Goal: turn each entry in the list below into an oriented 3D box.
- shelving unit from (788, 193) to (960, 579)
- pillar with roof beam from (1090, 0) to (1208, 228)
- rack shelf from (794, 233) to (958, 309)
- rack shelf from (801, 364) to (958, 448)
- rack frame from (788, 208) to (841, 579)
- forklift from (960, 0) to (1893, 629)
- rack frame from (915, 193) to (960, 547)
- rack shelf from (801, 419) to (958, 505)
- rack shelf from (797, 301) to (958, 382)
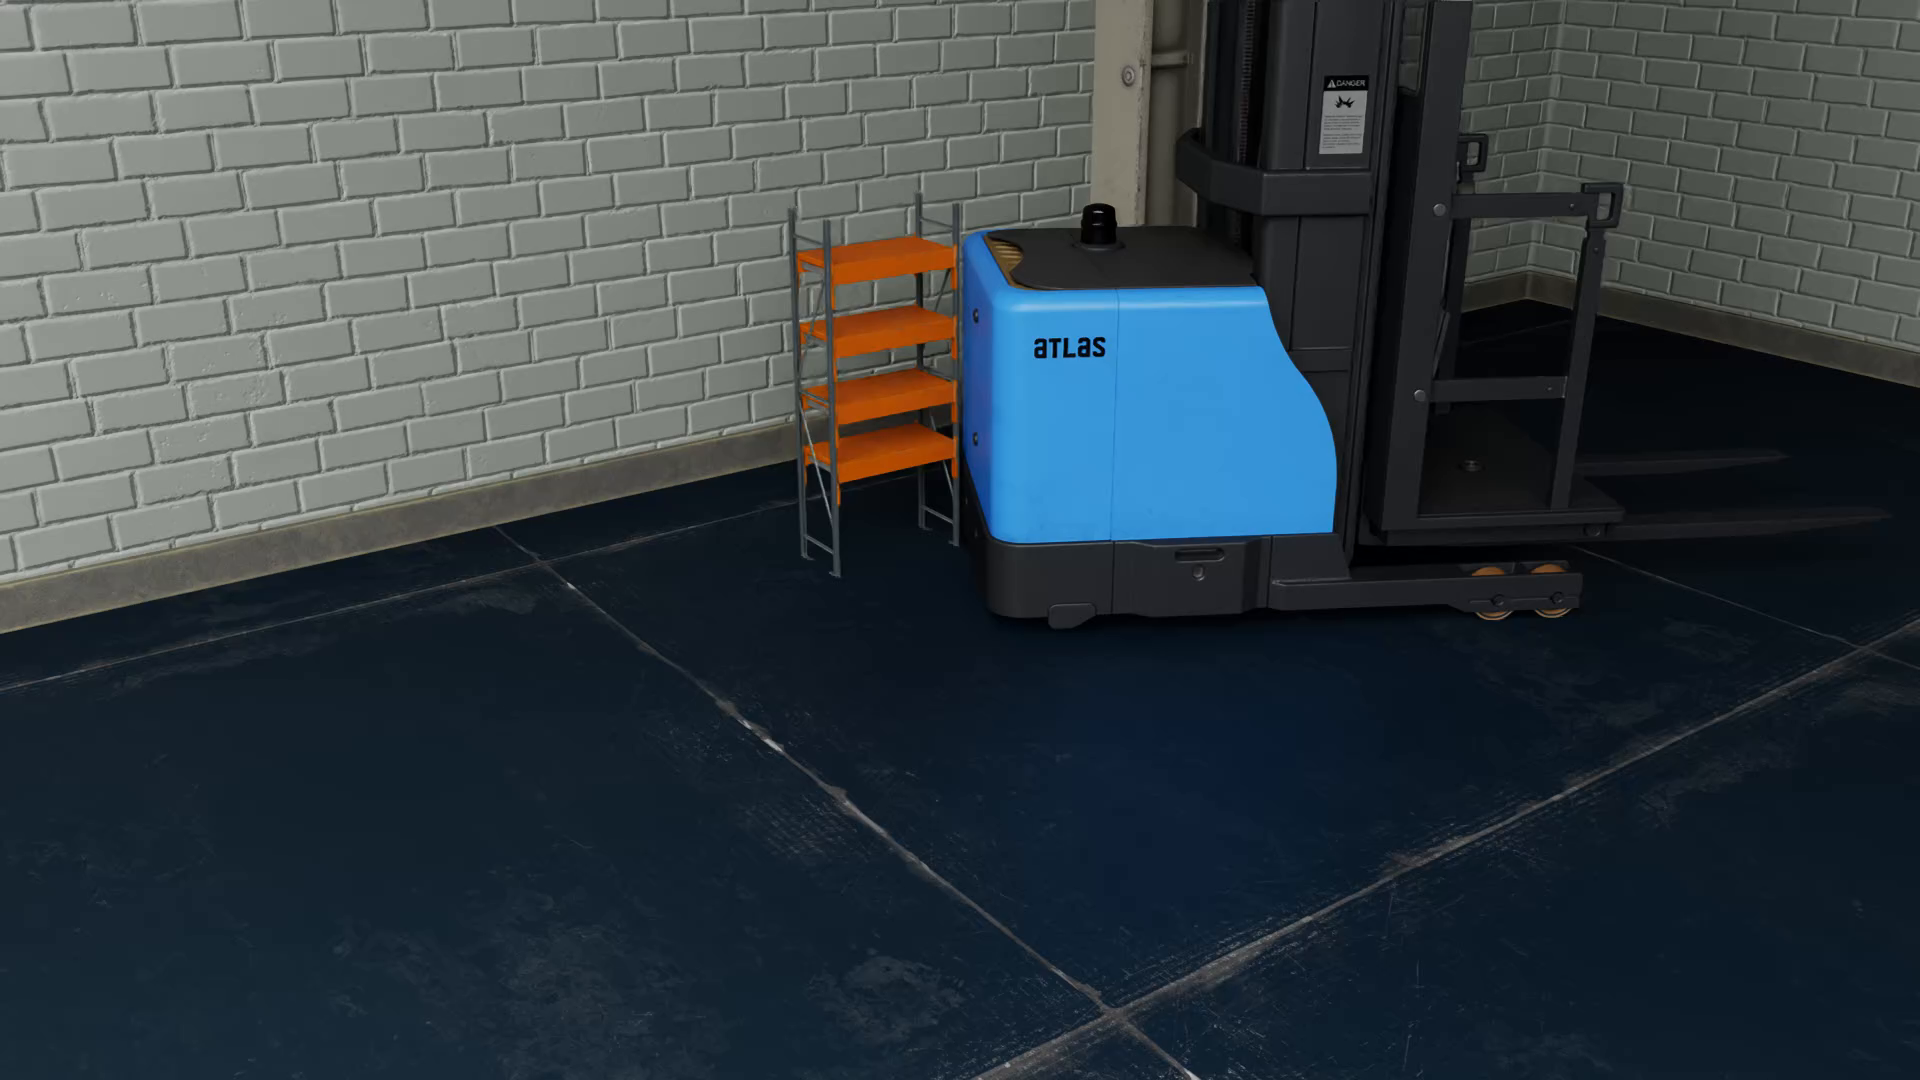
[{"bbox_3d":[-0.276,-0.517,5.574,0.503,1.200,0.258,-15,26,-32],"label":"shelving unit"},{"bbox_3d":[3.329,-3.551,2.653,0.400,9.000,9.100,-15,26,-33],"label":"pillar with roof beam"},{"bbox_3d":[-0.276,-0.882,5.429,0.480,0.148,0.258,-15,26,-32],"label":"rack shelf"},{"bbox_3d":[-0.276,-0.455,5.599,0.480,0.148,0.258,-15,26,-32],"label":"rack shelf"},{"bbox_3d":[-0.475,-0.466,5.444,0.015,1.200,0.240,-15,26,-32],"label":"rack frame"},{"bbox_3d":[1.545,-1.300,5.200,3.031,2.935,1.130,-2,22,-5],"label":"forklift"},{"bbox_3d":[-0.076,-0.569,5.704,0.015,1.200,0.240,-15,26,-32],"label":"rack frame"},{"bbox_3d":[-0.276,-0.271,5.673,0.480,0.148,0.258,-15,26,-32],"label":"rack shelf"},{"bbox_3d":[-0.276,-0.663,5.516,0.480,0.148,0.258,-15,26,-32],"label":"rack shelf"}]
